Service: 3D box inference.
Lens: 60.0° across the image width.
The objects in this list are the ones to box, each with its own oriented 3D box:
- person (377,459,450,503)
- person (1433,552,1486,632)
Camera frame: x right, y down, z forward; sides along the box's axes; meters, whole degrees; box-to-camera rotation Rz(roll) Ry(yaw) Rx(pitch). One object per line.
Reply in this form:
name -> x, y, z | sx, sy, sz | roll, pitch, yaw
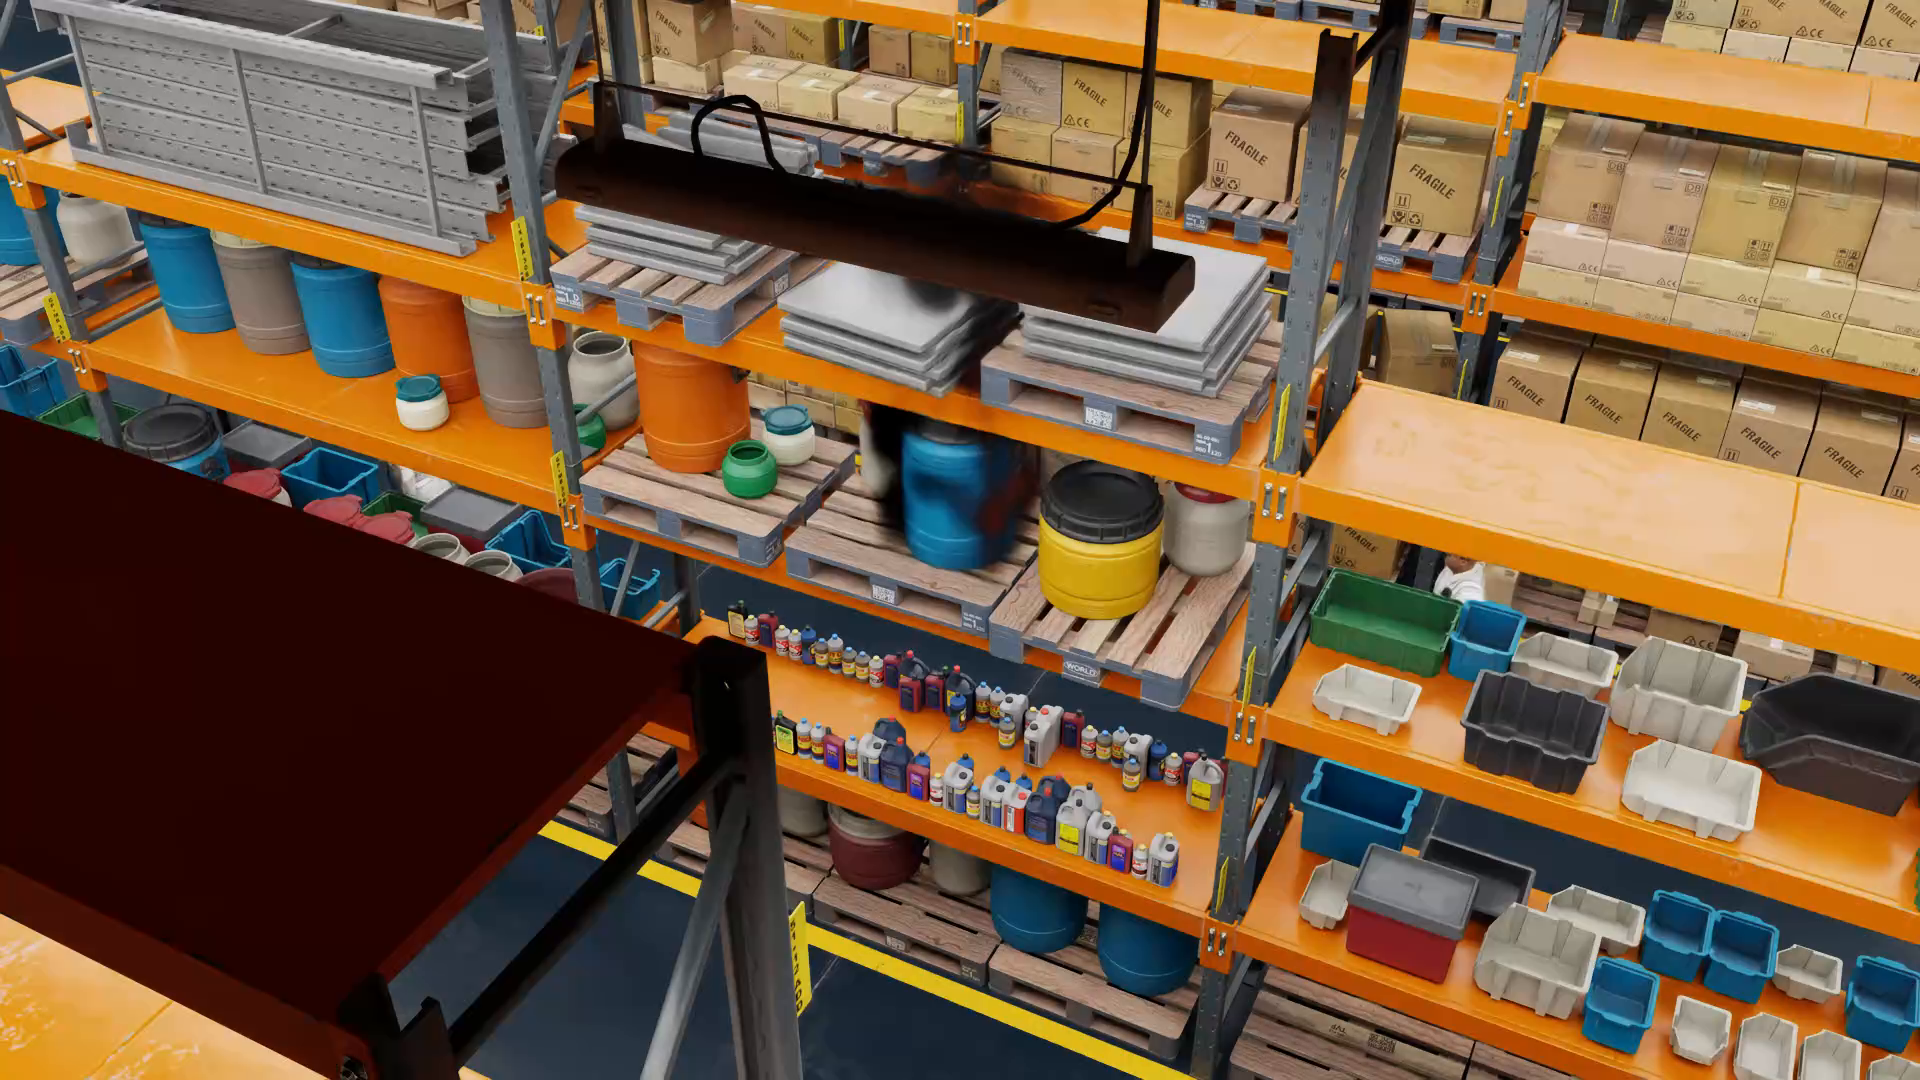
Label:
person -> -4.195, -0.338, 12.962 | 0.858, 1.576, 0.604 | 16, 38, 22
person -> 3.420, 0.646, 11.460 | 0.557, 1.730, 0.732 | 7, 36, 9
